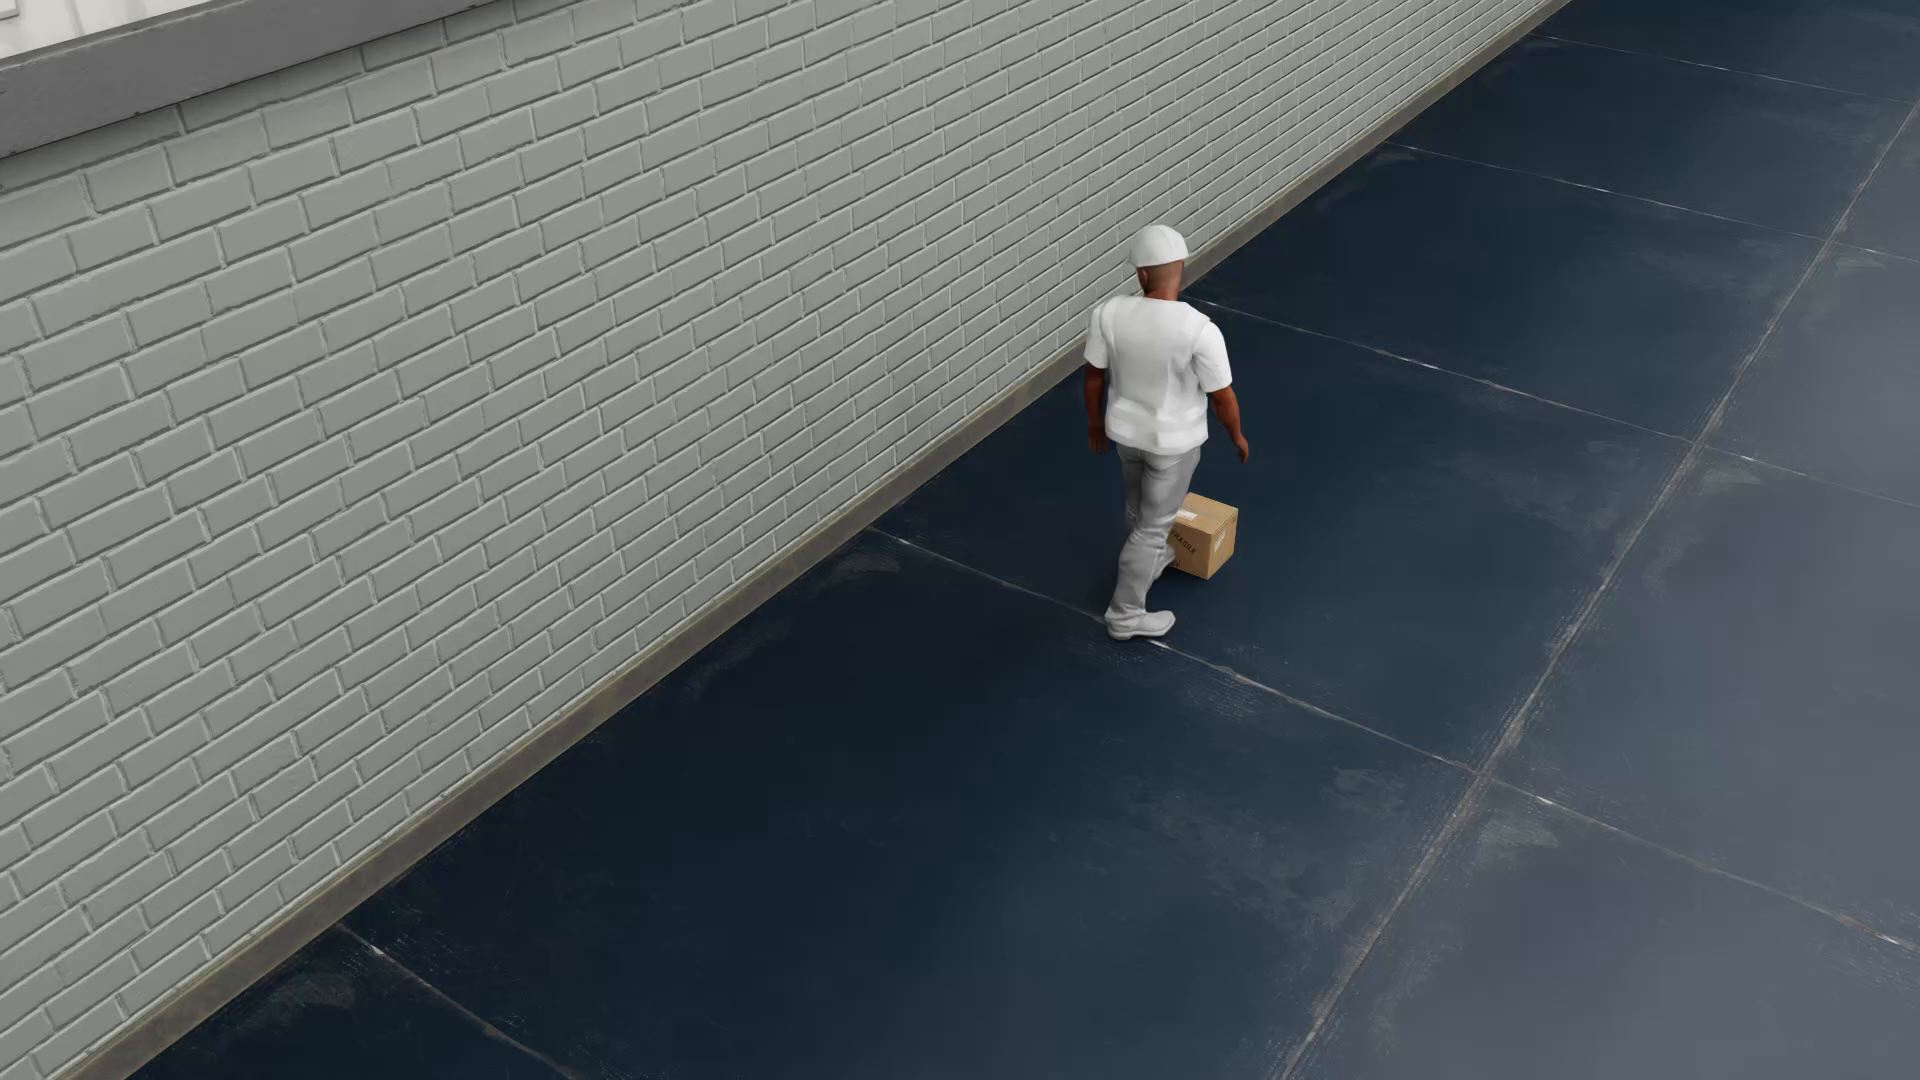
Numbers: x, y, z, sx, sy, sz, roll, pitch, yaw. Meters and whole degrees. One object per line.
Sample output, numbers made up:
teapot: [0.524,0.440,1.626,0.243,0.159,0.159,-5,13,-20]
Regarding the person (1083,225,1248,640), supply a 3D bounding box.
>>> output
person: [0.854,-0.459,6.772,0.615,1.757,0.766,26,42,32]
